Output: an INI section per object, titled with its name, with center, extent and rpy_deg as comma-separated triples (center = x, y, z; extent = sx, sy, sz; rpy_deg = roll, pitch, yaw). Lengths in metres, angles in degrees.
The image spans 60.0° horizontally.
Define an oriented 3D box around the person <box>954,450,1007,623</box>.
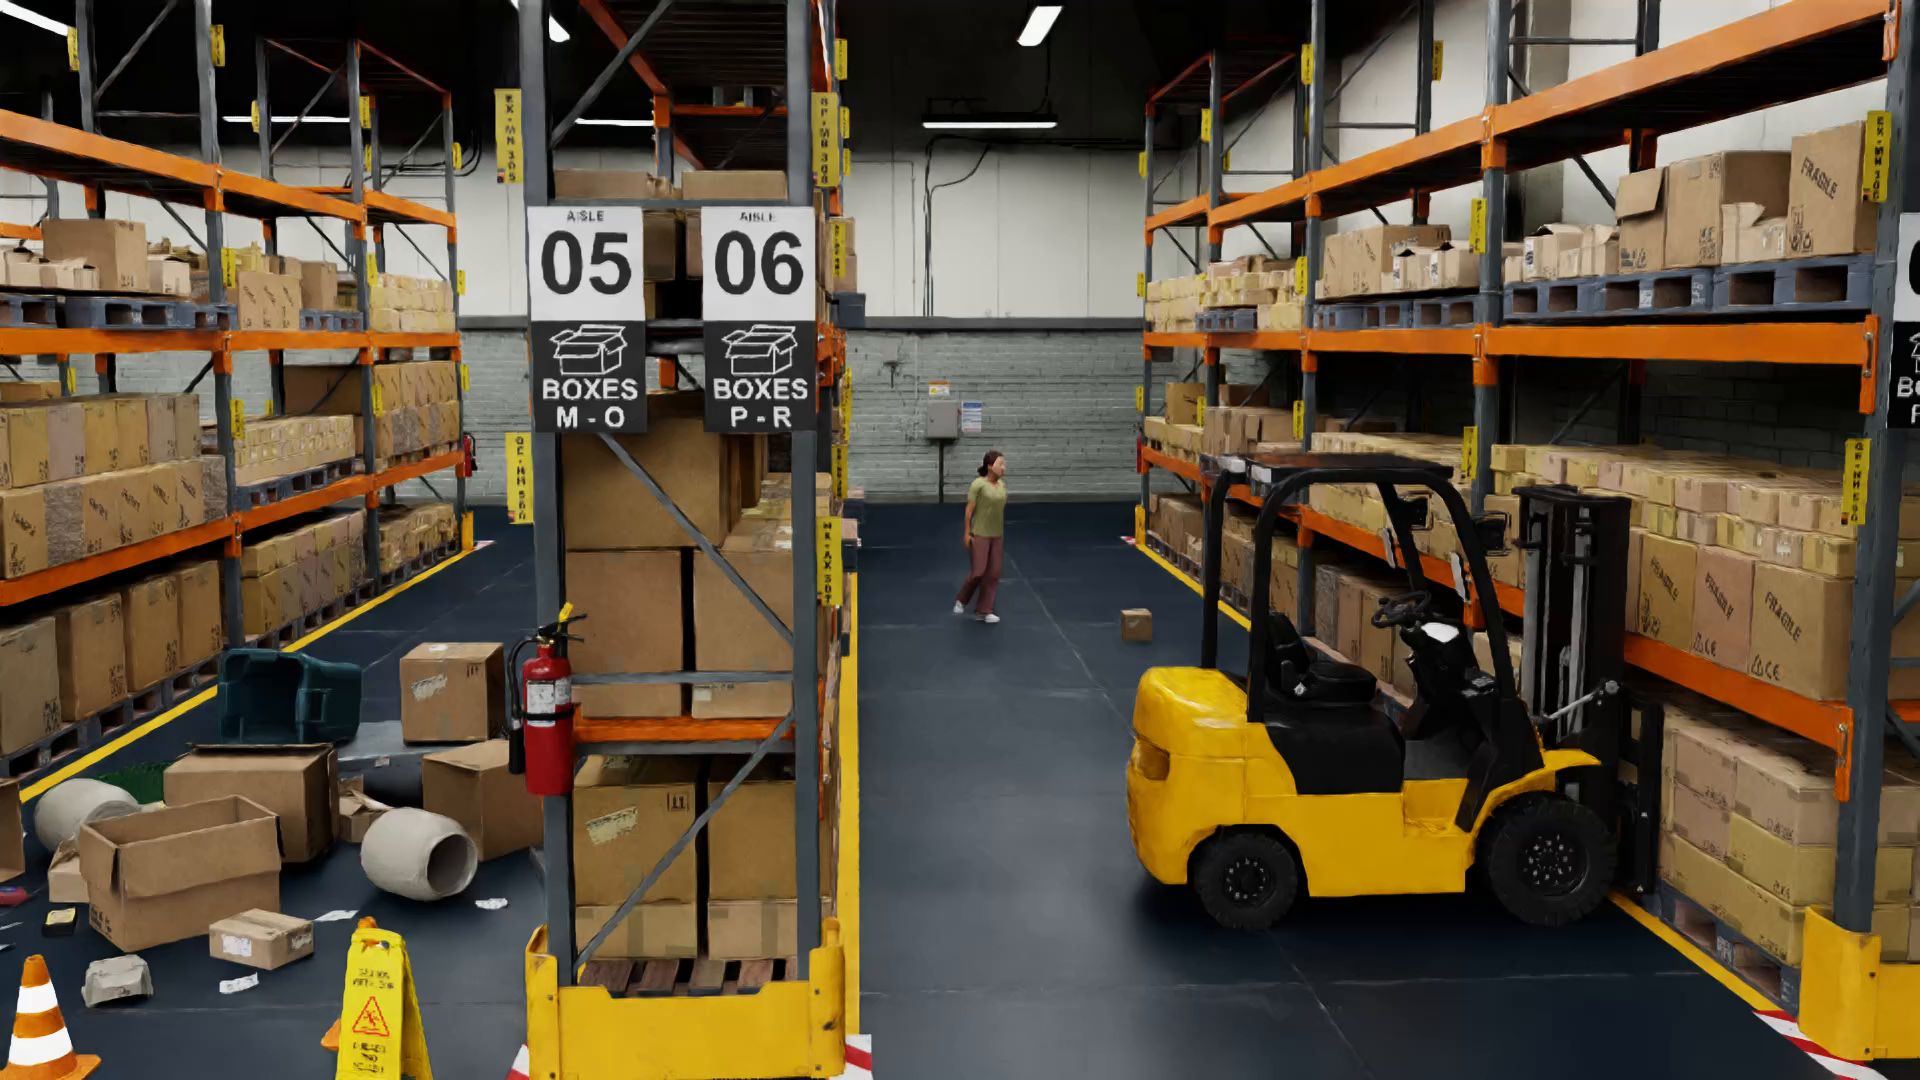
[person]
center = 0.196, -0.042, 16.112
extent = 0.514, 1.662, 0.506
rpy_deg = -5, 9, -38
